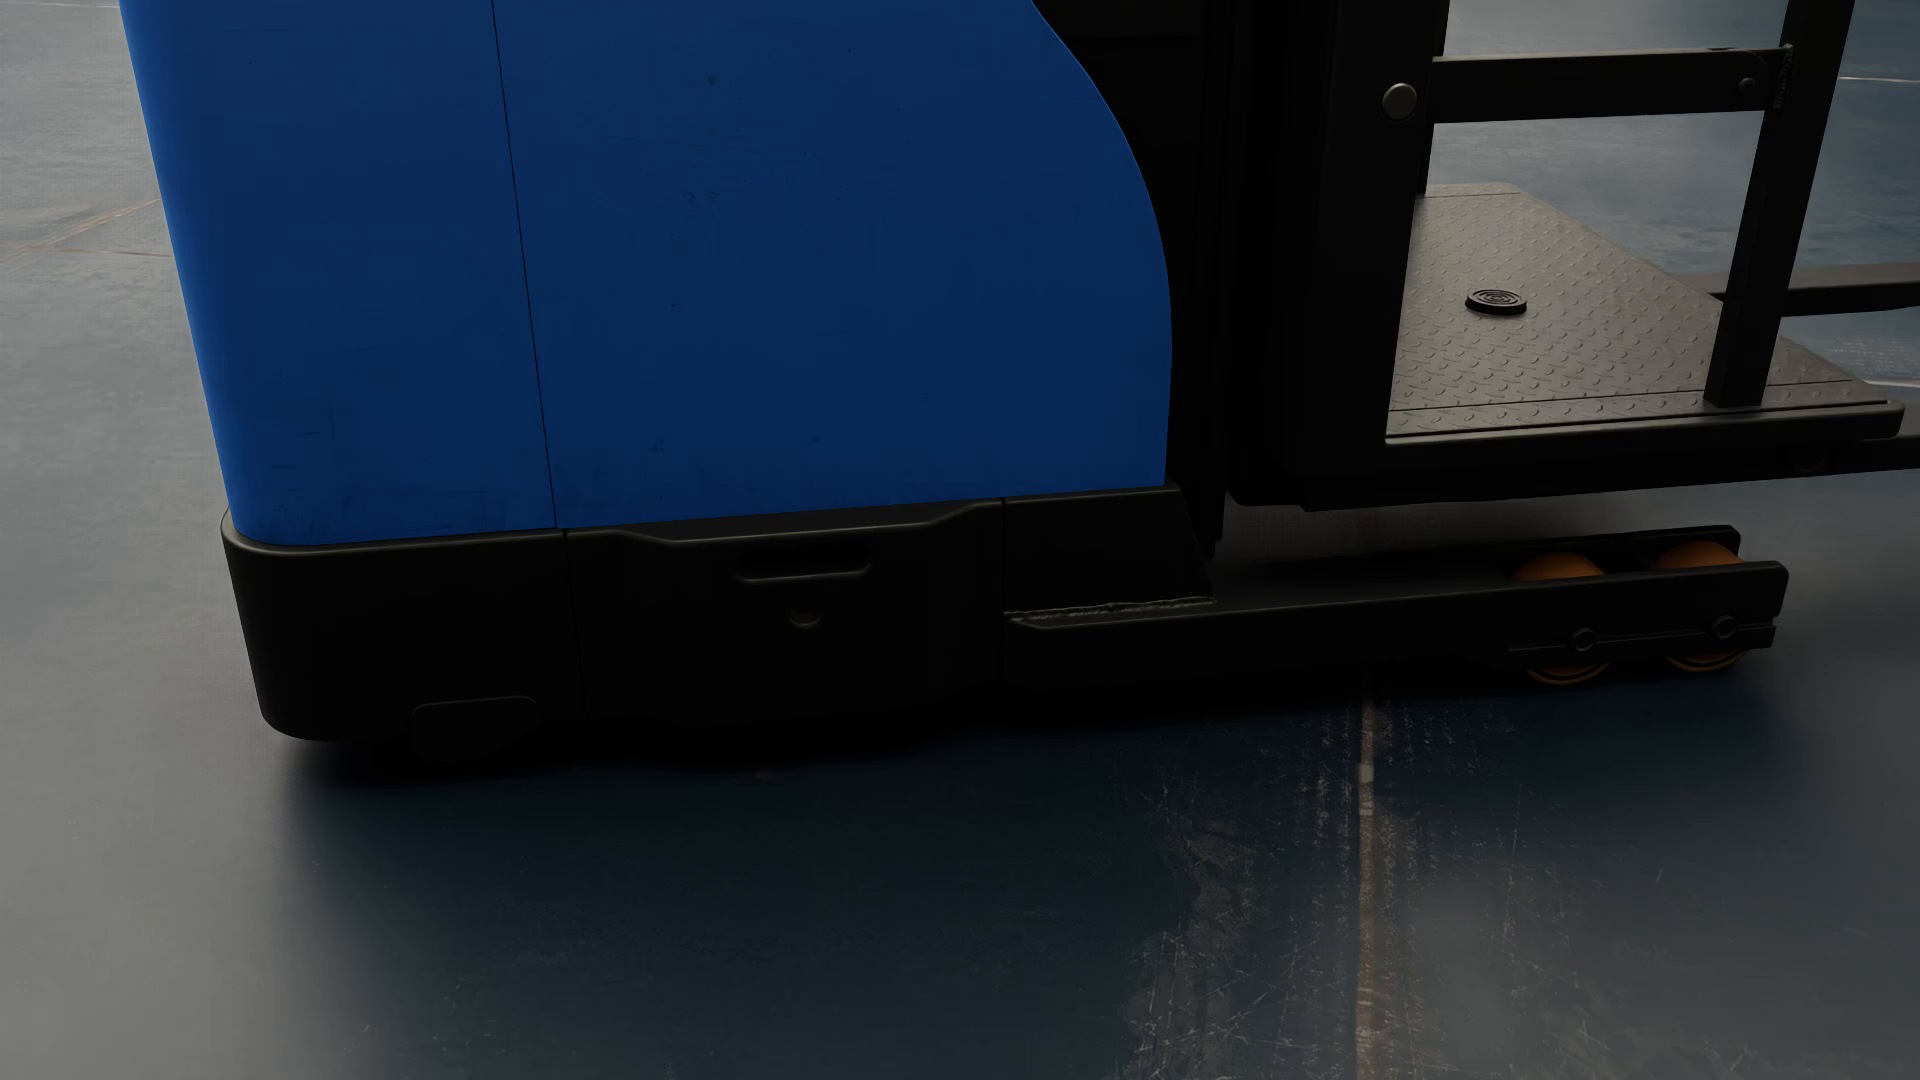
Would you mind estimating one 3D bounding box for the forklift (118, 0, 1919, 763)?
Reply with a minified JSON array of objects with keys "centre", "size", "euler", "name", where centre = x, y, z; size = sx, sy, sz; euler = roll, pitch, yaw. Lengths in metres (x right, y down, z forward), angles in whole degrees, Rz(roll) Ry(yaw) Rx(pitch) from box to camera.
[{"centre":[0.600,-1.354,1.930],"size":[3.031,2.935,1.130],"euler":[-4,27,-9],"name":"forklift"}]
